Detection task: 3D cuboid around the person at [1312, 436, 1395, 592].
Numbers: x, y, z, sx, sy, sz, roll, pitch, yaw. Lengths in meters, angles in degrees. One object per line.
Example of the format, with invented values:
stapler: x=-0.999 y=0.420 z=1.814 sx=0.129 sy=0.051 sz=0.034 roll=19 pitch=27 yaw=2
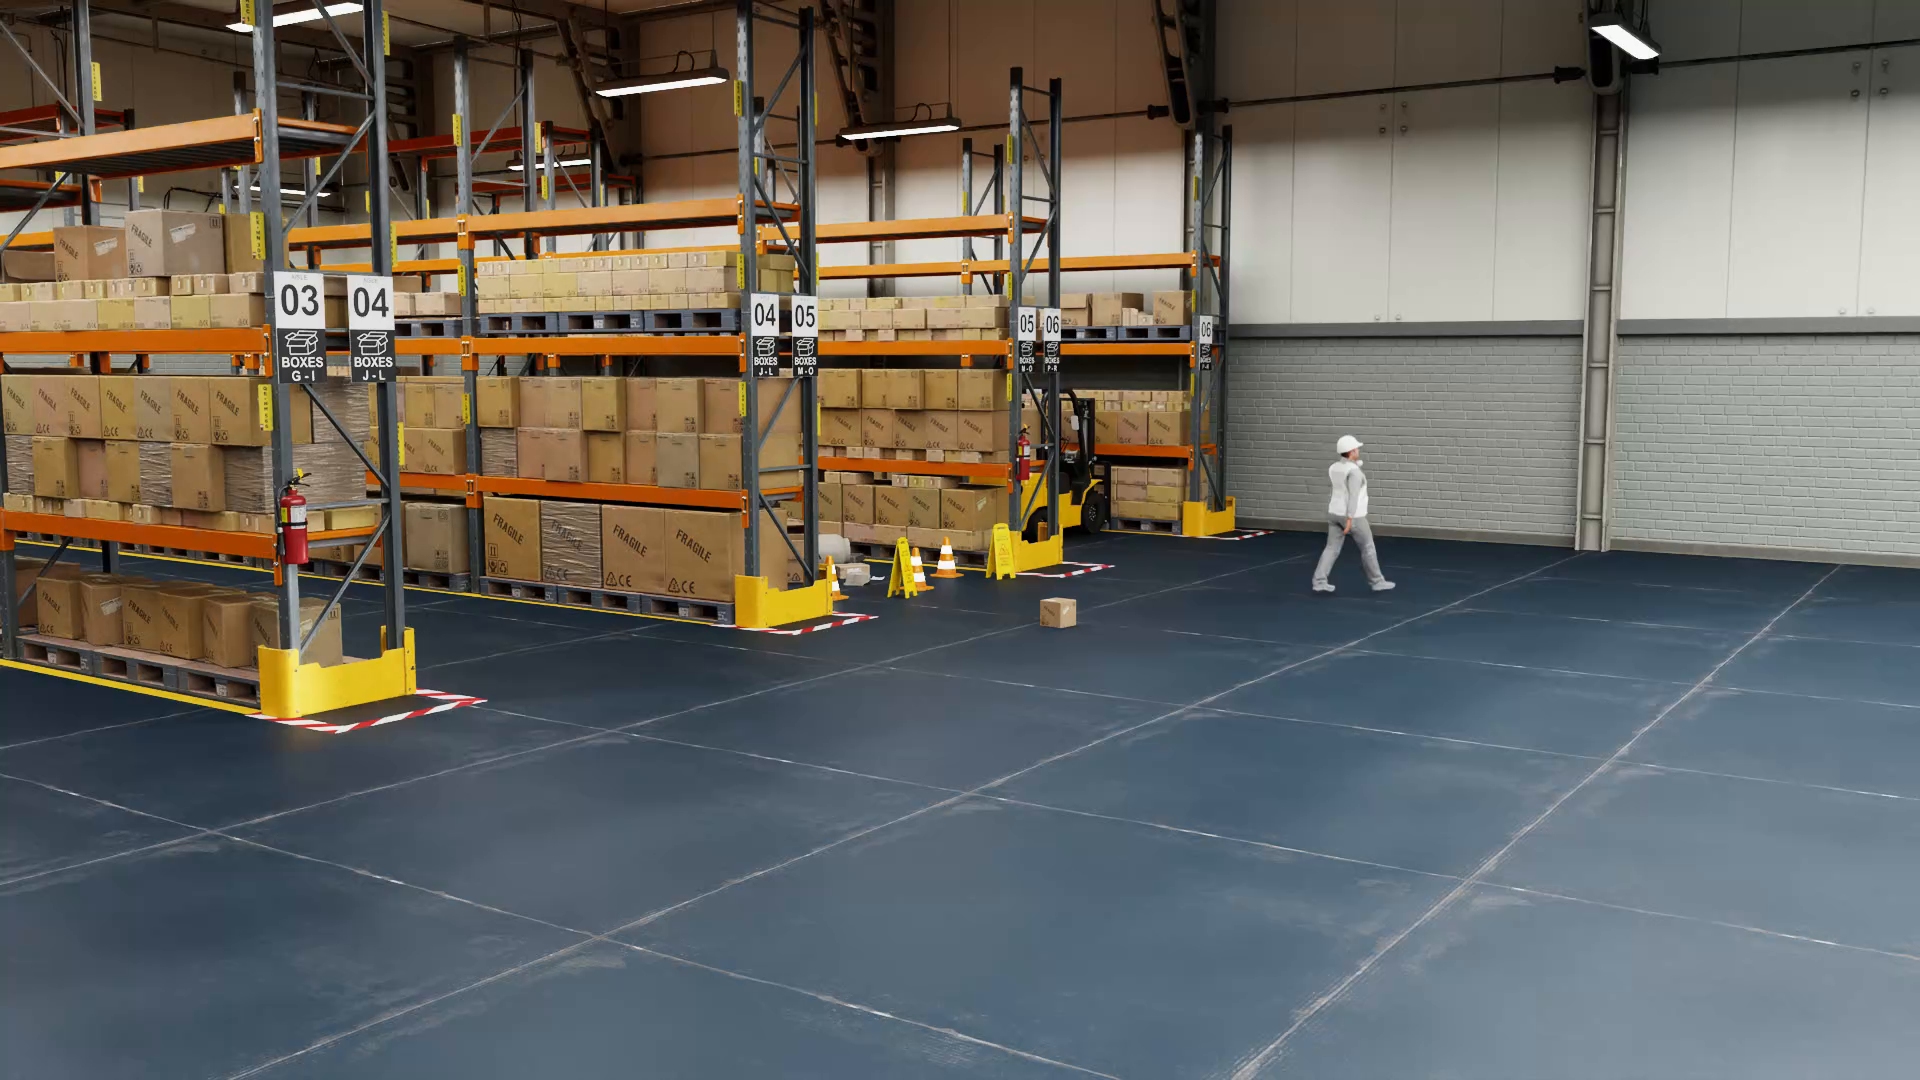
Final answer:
person: x=4.316 y=-0.292 z=18.243 sx=1.030 sy=1.712 sz=0.535 roll=-3 pitch=7 yaw=-28
